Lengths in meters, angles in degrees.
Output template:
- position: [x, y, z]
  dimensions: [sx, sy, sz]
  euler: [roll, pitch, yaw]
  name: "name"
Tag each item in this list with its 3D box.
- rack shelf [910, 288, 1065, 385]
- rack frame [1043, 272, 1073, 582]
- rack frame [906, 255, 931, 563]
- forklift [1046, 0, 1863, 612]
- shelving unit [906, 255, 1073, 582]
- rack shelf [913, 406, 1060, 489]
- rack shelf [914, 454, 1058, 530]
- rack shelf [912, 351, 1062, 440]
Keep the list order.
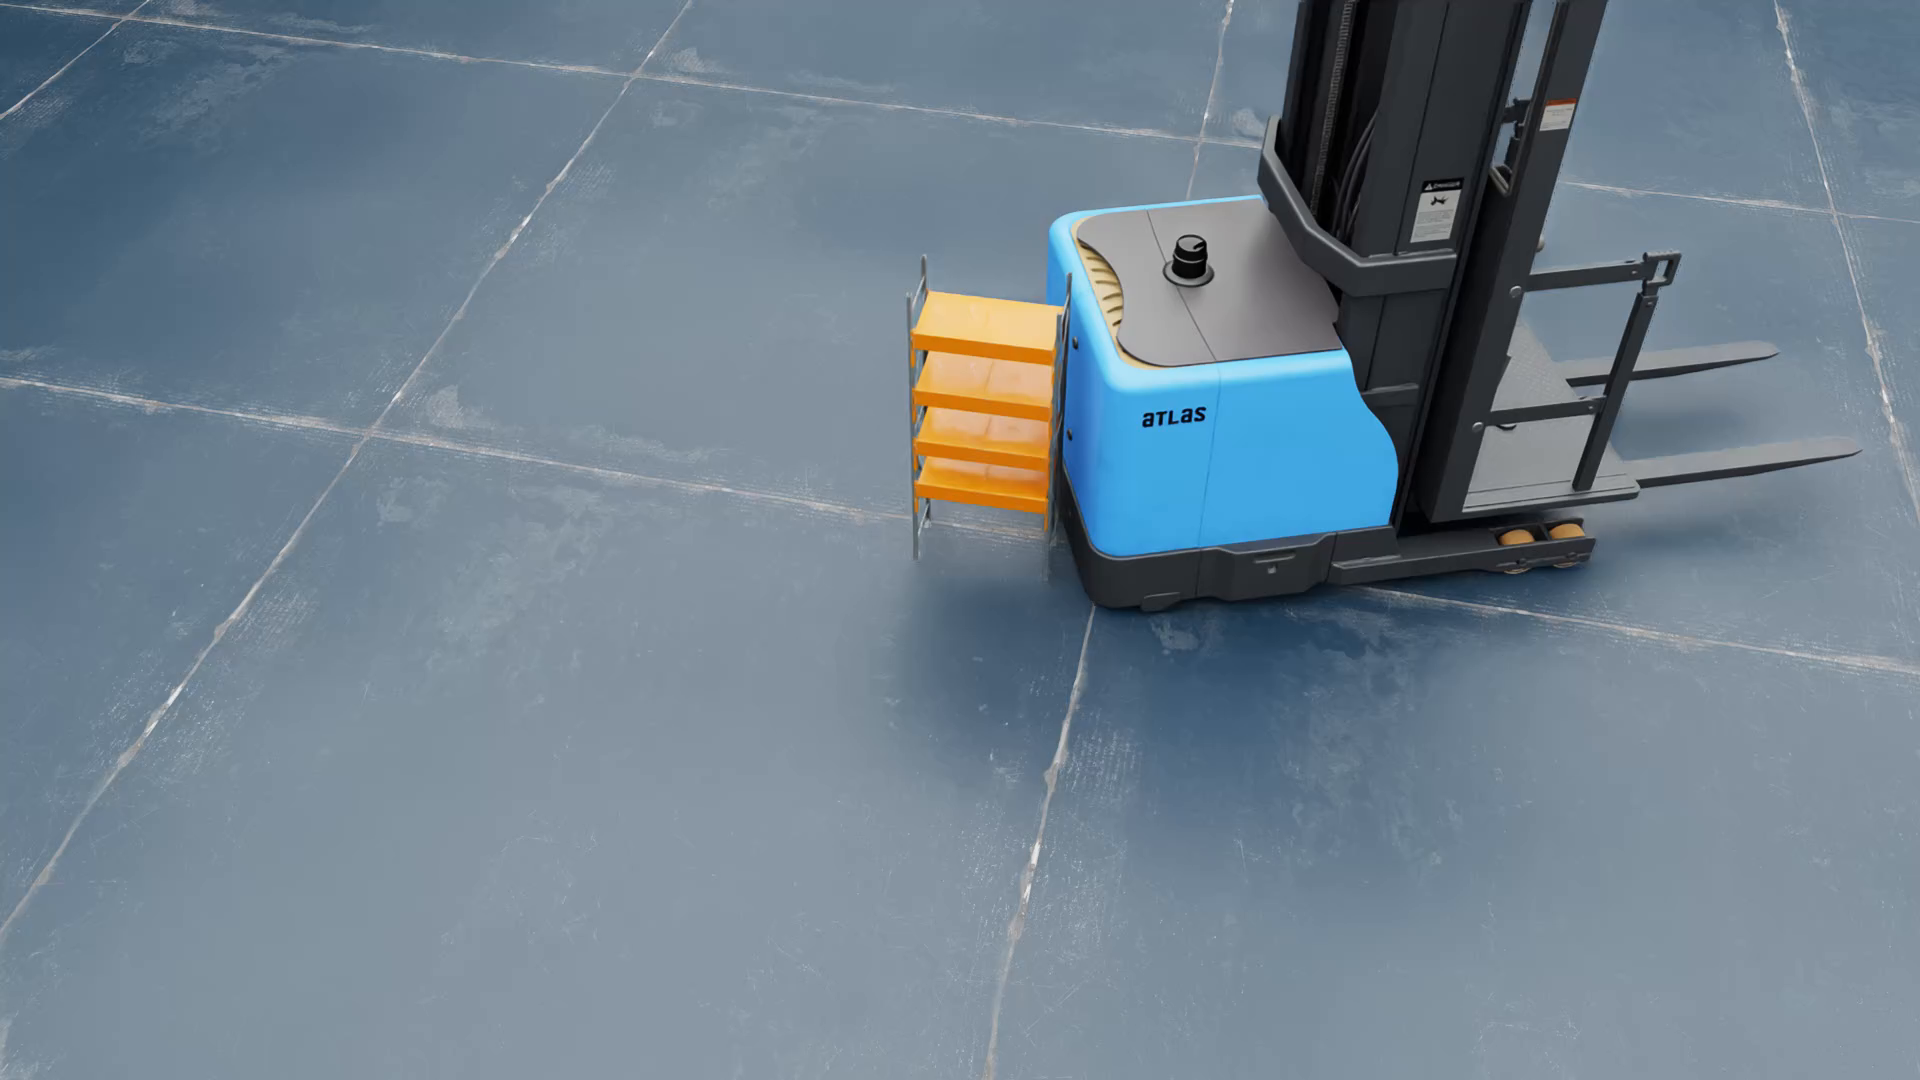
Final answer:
- position: [0.098, -0.679, 5.523]
  dimensions: [0.480, 0.148, 0.258]
  euler: [8, 44, 8]
  name: "rack shelf"
- position: [0.337, -0.362, 5.761]
  dimensions: [0.015, 1.200, 0.240]
  euler: [8, 44, 8]
  name: "rack frame"
- position: [-0.142, -0.429, 5.831]
  dimensions: [0.015, 1.200, 0.240]
  euler: [8, 44, 8]
  name: "rack frame"
- position: [1.868, -1.288, 5.474]
  dimensions: [3.031, 2.935, 1.130]
  euler: [-7, 44, -7]
  name: "forklift"
- position: [0.098, -0.396, 5.796]
  dimensions: [0.503, 1.200, 0.258]
  euler: [8, 44, 8]
  name: "shelving unit"
- position: [0.098, -0.347, 5.842]
  dimensions: [0.480, 0.148, 0.258]
  euler: [8, 44, 8]
  name: "rack shelf"
- position: [0.098, -0.204, 5.980]
  dimensions: [0.480, 0.148, 0.258]
  euler: [8, 44, 8]
  name: "rack shelf"
- position: [0.098, -0.508, 5.687]
  dimensions: [0.480, 0.148, 0.258]
  euler: [8, 44, 8]
  name: "rack shelf"
